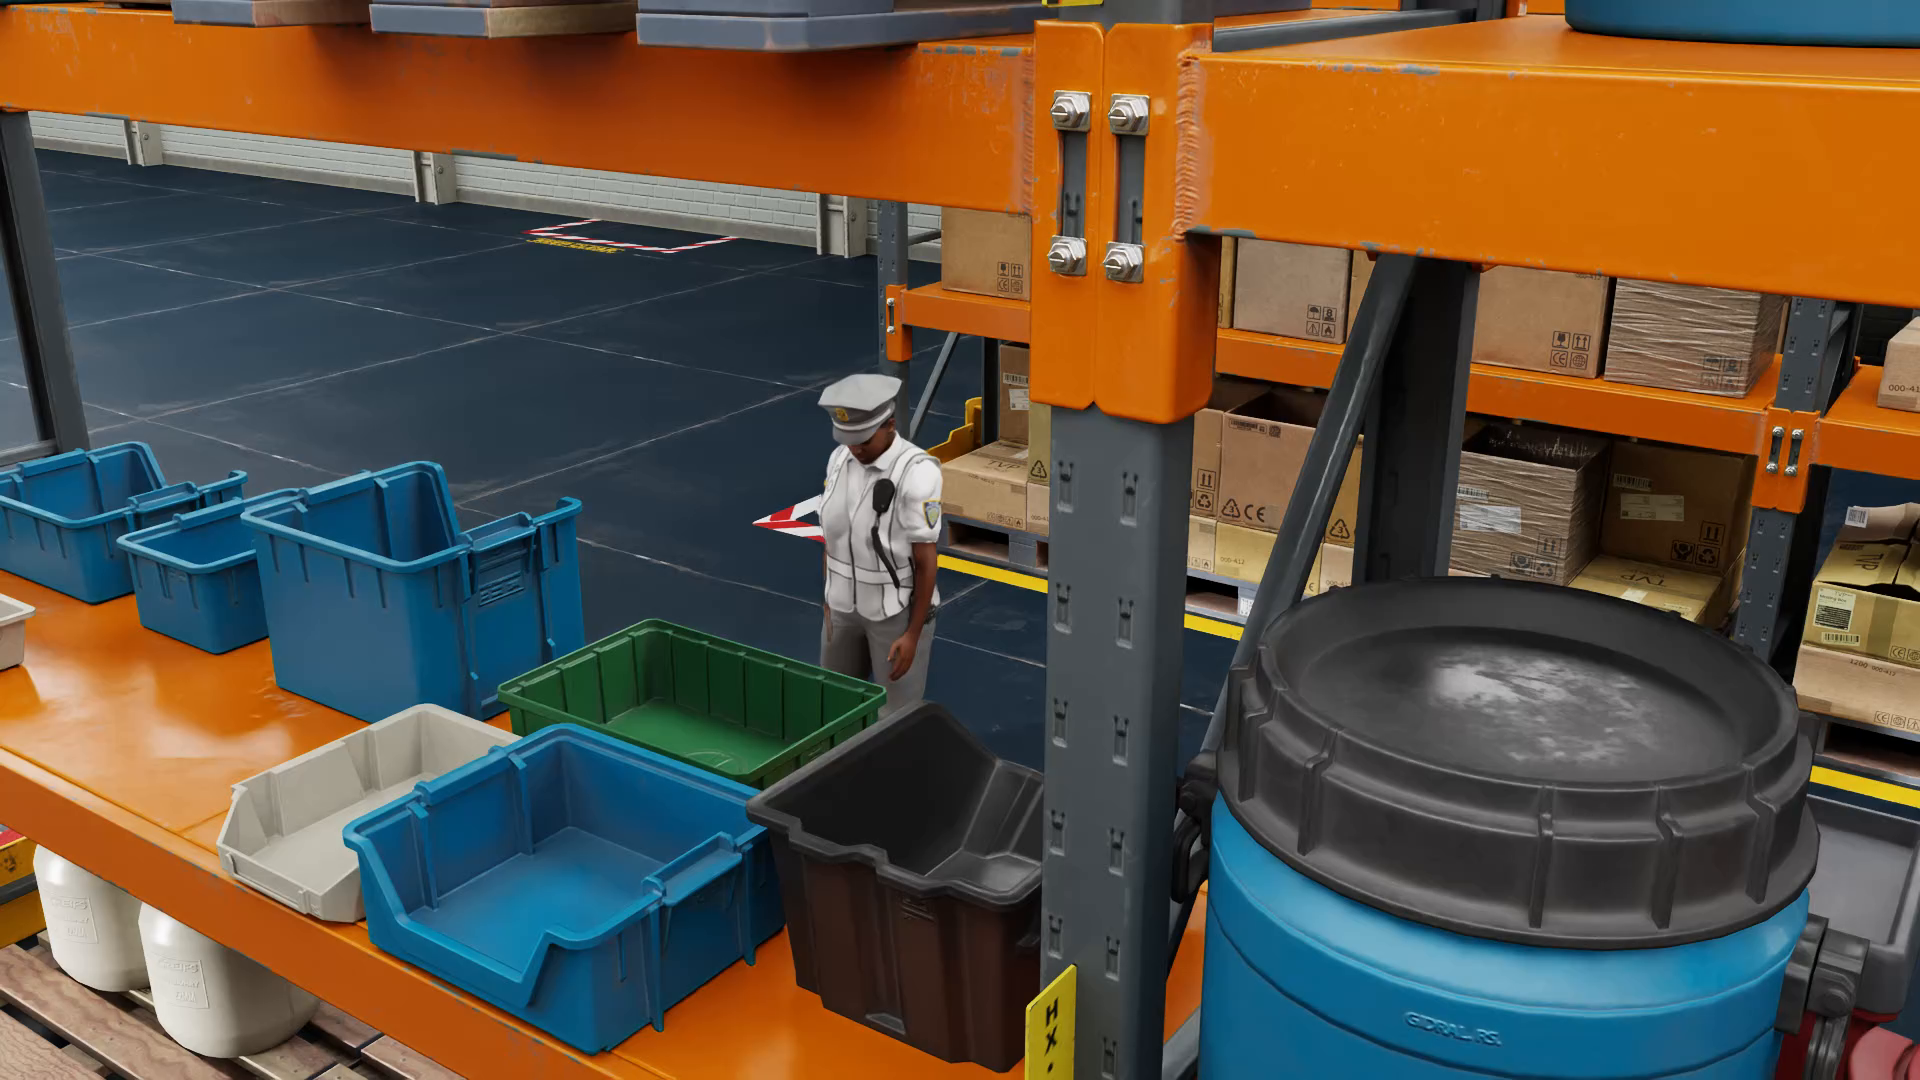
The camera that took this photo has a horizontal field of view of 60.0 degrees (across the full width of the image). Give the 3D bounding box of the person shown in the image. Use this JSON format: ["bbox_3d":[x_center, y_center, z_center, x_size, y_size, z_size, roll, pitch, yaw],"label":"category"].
[{"bbox_3d":[-0.260,0.266,5.391,0.448,1.641,0.394,14,24,33],"label":"person"}]
